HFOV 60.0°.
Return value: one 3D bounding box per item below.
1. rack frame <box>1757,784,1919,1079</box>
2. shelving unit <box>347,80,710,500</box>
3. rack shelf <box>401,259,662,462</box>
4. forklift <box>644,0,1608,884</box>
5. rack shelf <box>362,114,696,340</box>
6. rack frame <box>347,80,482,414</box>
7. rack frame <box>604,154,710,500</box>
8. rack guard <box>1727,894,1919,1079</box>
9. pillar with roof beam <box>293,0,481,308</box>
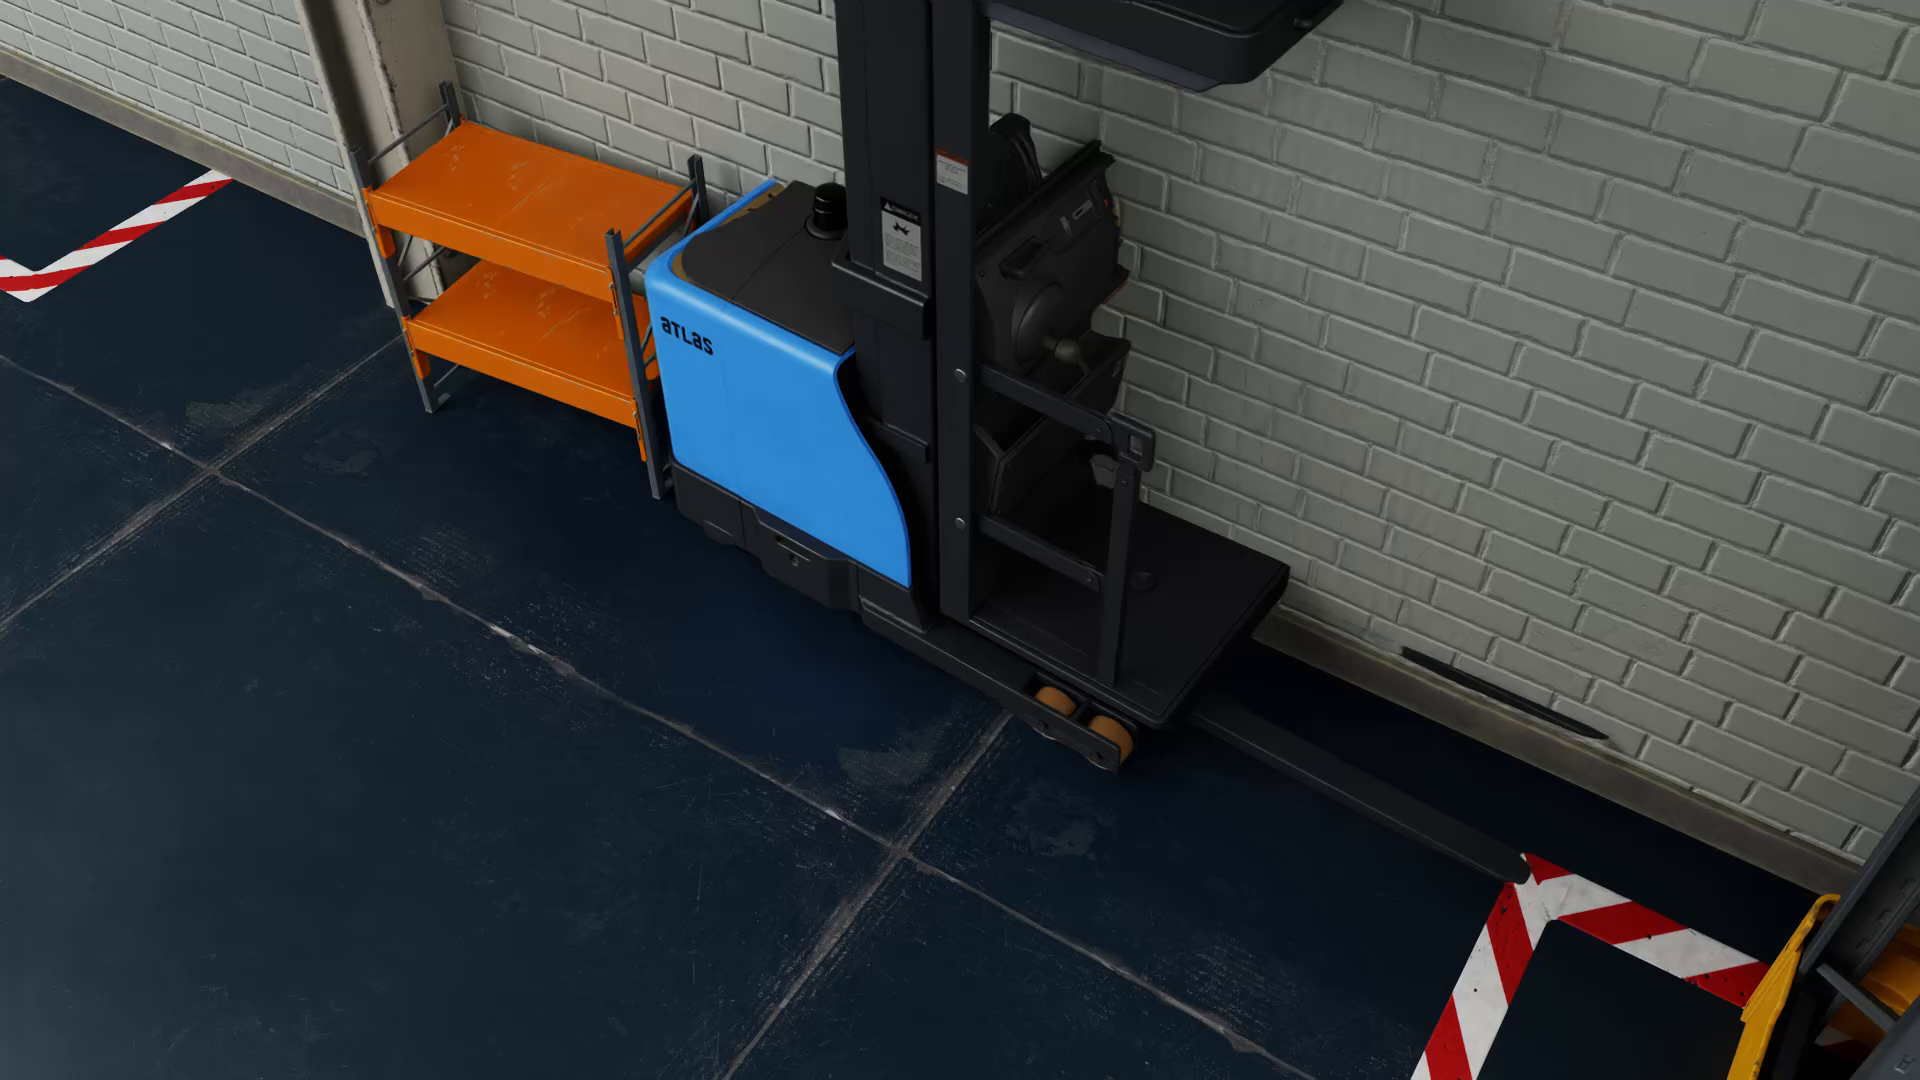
[{"bbox_3d":[1.941,0.566,3.108,0.127,3.000,1.000,25,51,22],"label":"rack frame"},{"bbox_3d":[-1.416,-0.863,5.804,1.048,1.125,0.538,20,49,18],"label":"shelving unit"},{"bbox_3d":[-1.416,-0.693,5.980,1.000,0.278,0.538,20,49,18],"label":"rack shelf"},{"bbox_3d":[0.507,-0.760,4.445,3.031,2.935,1.130,27,52,24],"label":"forklift"},{"bbox_3d":[-1.416,-1.067,5.595,1.000,0.278,0.538,20,49,18],"label":"rack shelf"},{"bbox_3d":[-1.870,-1.028,5.965,0.032,1.125,0.500,20,49,18],"label":"rack frame"},{"bbox_3d":[-0.963,-0.698,5.644,0.032,1.125,0.500,20,49,18],"label":"rack frame"},{"bbox_3d":[2.005,1.467,3.976,0.348,0.500,1.175,25,51,22],"label":"rack guard"},{"bbox_3d":[-4.378,-1.500,0.933,0.400,9.000,9.100,25,51,22],"label":"pillar with roof beam"}]
